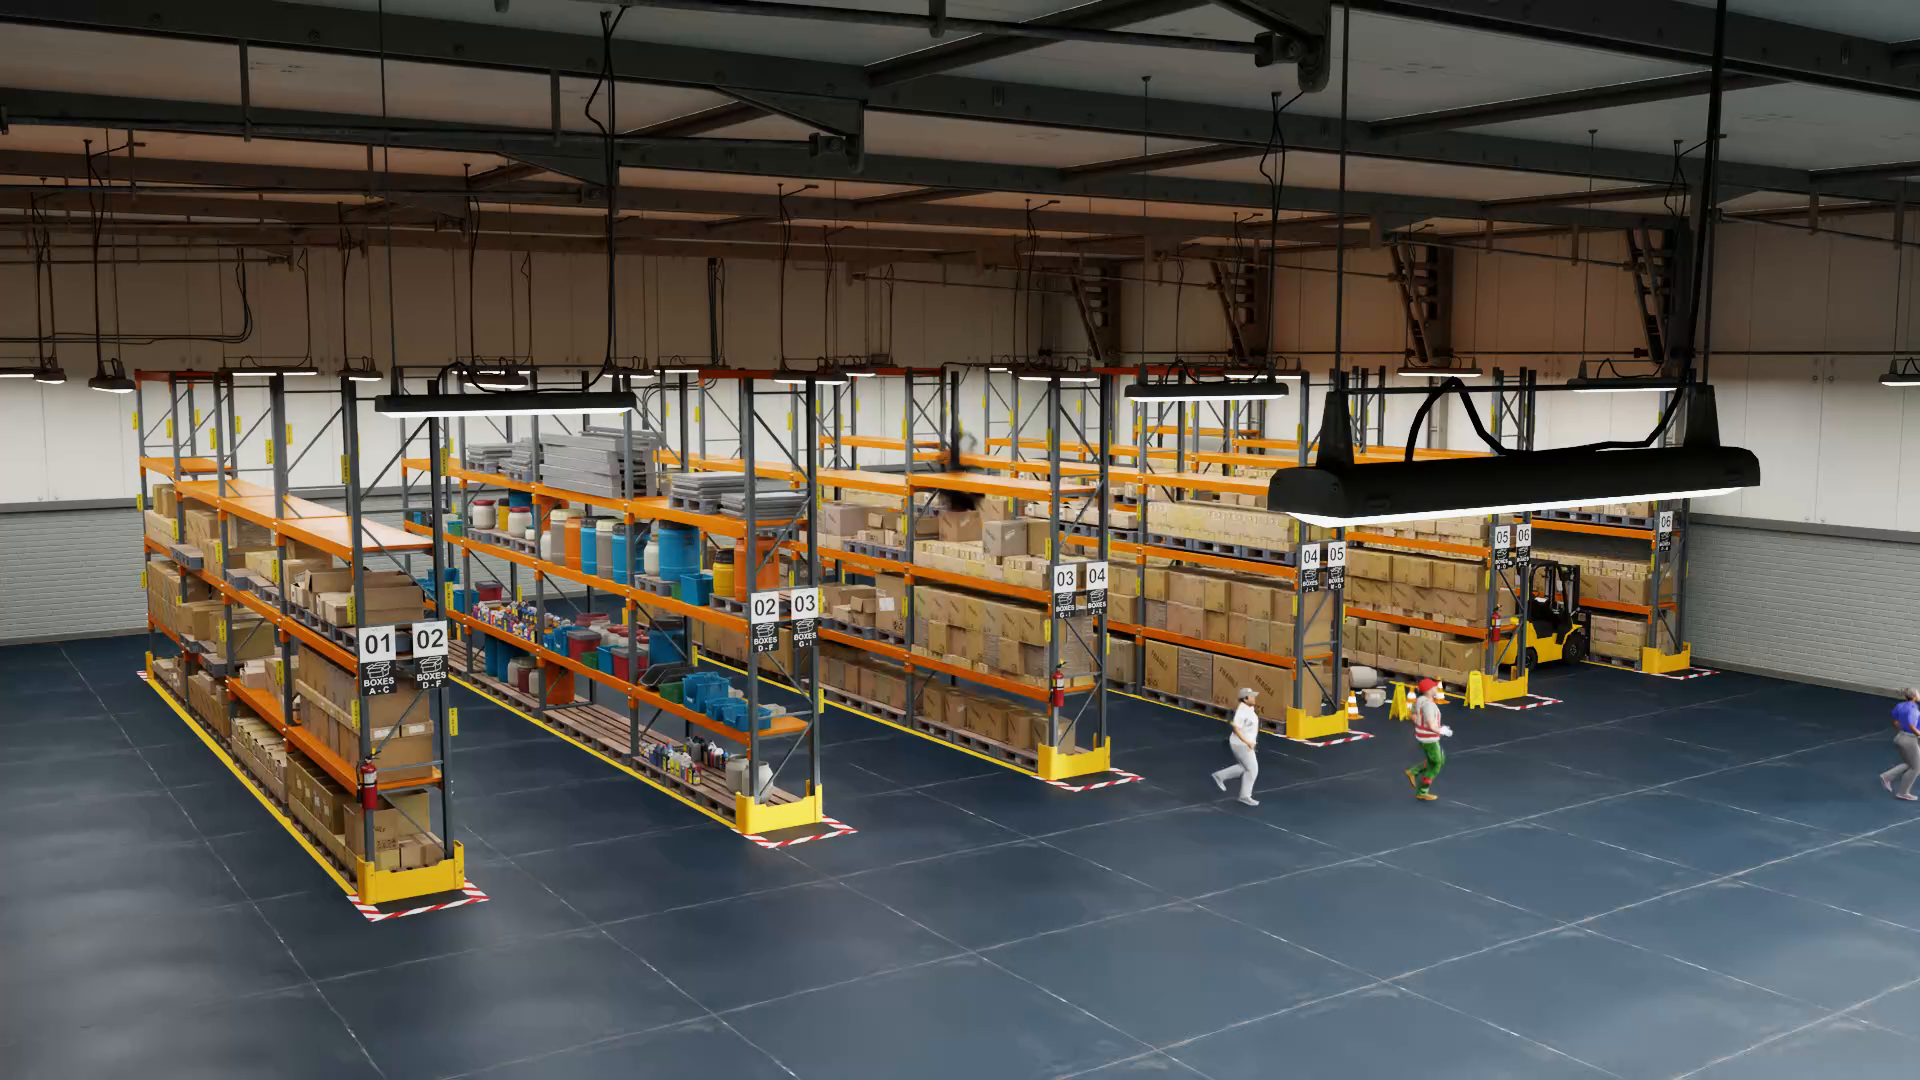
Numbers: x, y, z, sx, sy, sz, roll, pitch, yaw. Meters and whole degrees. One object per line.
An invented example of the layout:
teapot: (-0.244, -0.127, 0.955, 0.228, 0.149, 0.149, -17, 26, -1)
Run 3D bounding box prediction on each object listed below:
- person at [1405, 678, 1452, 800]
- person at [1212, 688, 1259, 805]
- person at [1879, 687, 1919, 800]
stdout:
person: (6.639, 2.816, 23.540, 0.594, 1.742, 0.655, 0, 6, 2)
person: (3.896, 2.887, 23.438, 0.678, 1.663, 0.610, 2, 7, 13)
person: (13.399, 2.890, 23.542, 0.536, 1.607, 0.582, 1, 6, 7)
